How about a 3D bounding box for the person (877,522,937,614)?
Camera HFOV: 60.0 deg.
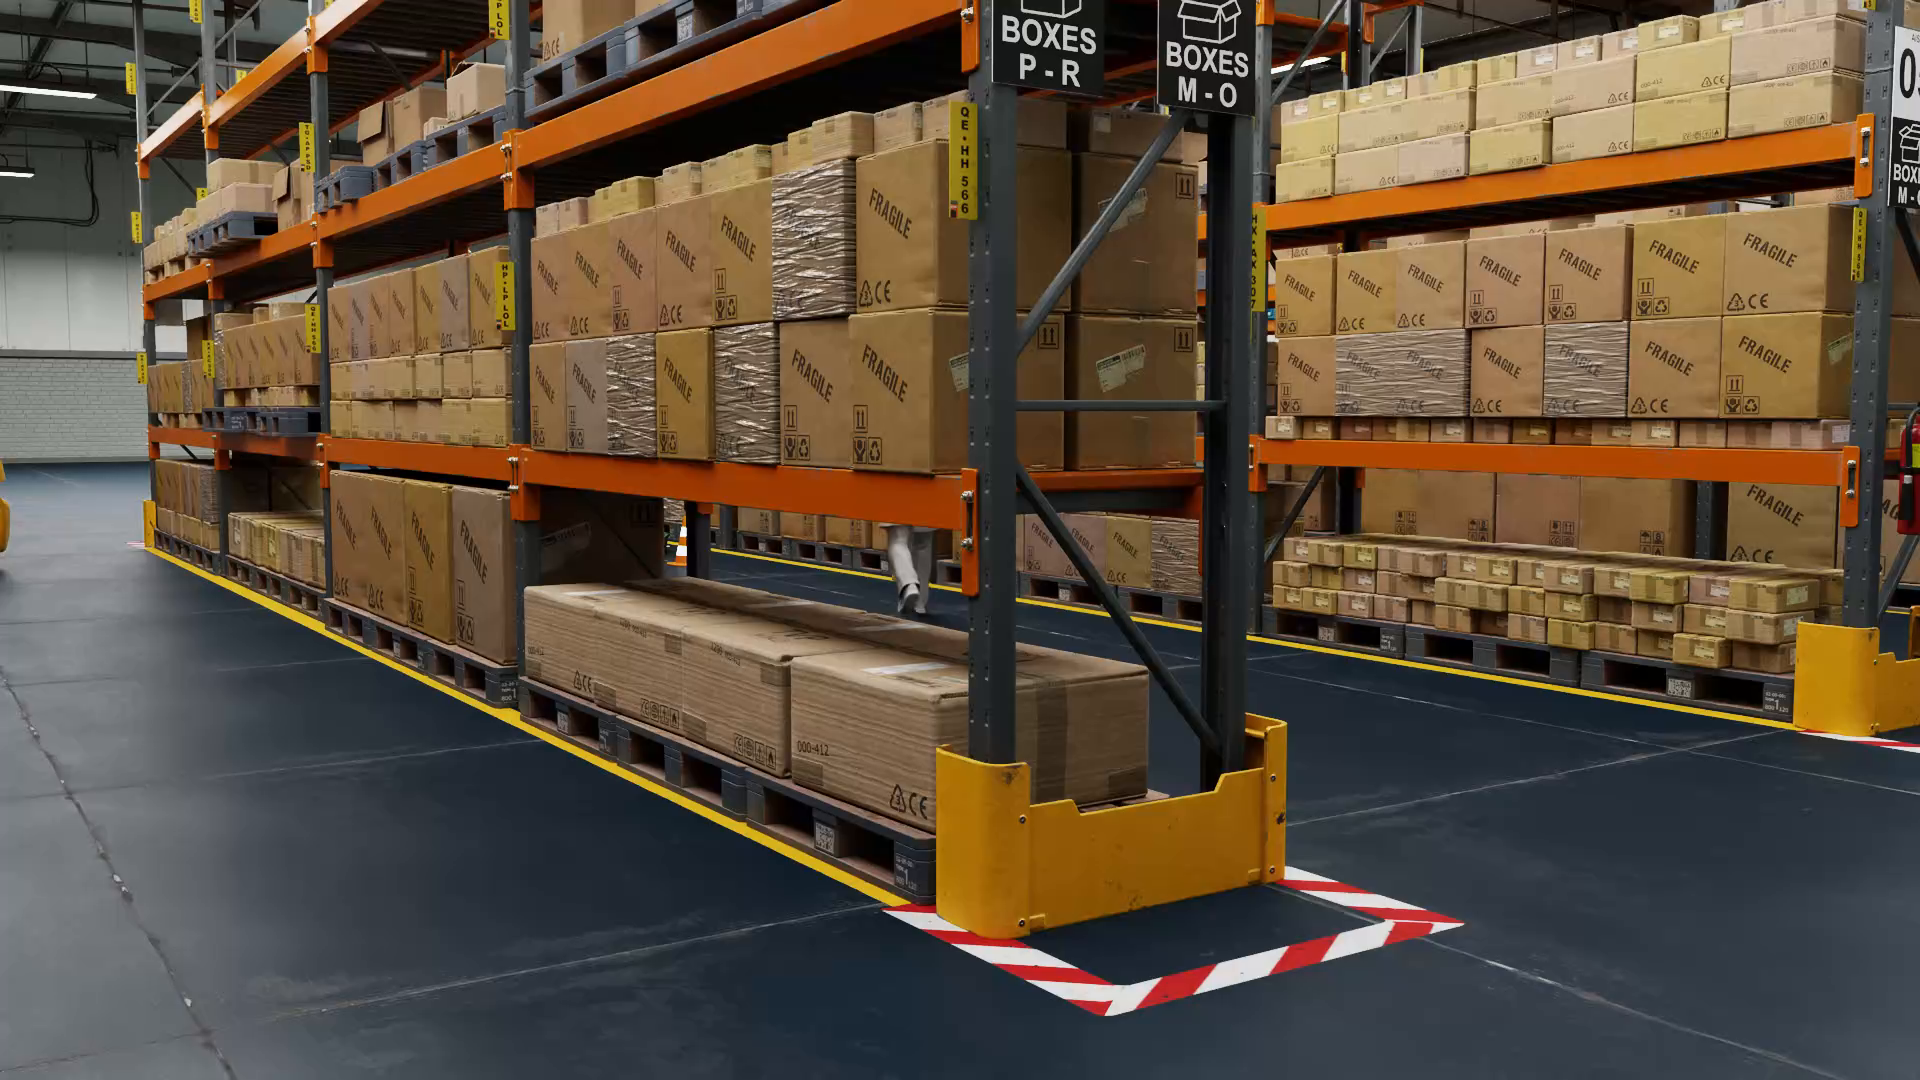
[{"bbox_3d":[-0.345,-0.319,11.775,0.557,1.740,1.038,-1,5,-9],"label":"person"}]
